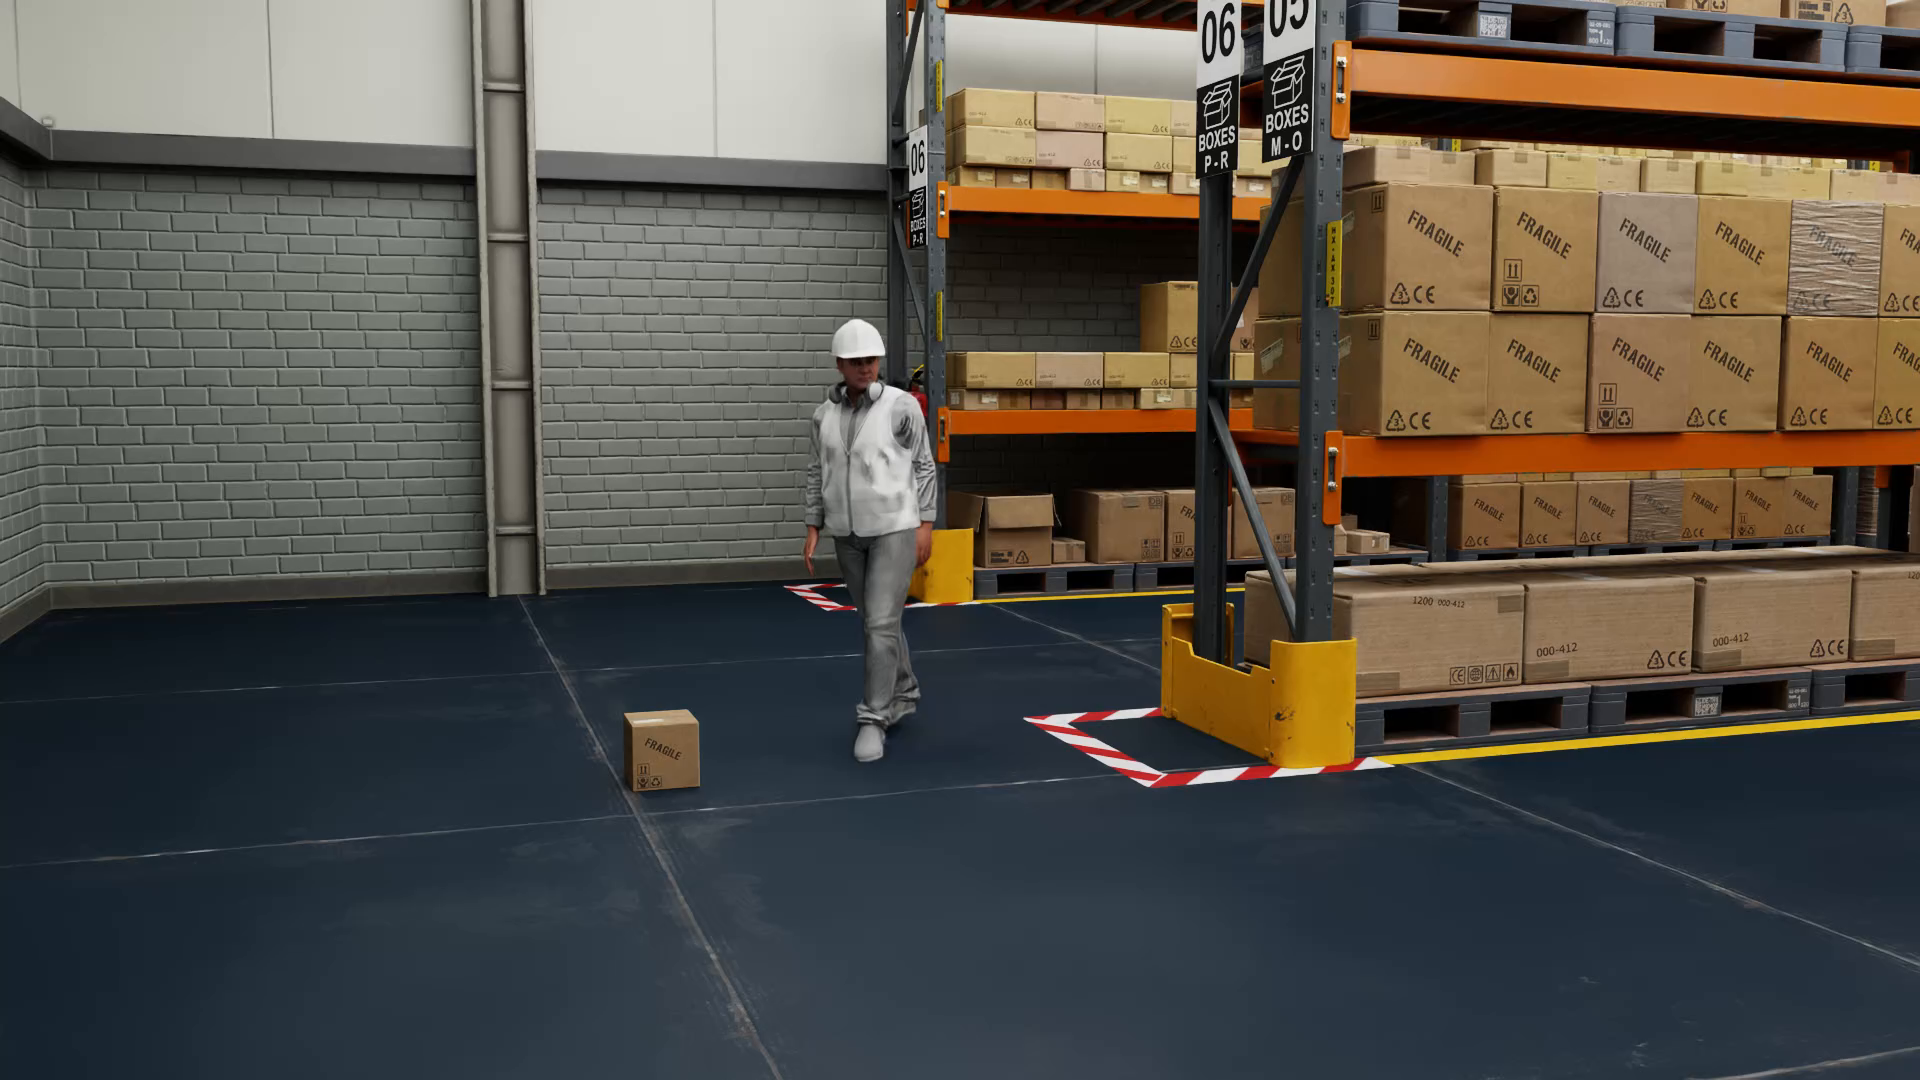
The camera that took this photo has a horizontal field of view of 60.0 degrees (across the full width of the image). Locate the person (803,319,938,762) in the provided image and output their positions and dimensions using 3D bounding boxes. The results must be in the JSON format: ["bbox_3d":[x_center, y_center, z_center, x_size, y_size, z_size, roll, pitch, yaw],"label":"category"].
[{"bbox_3d":[-0.378,-0.030,7.009,0.551,1.781,0.741,3,7,31],"label":"person"}]
